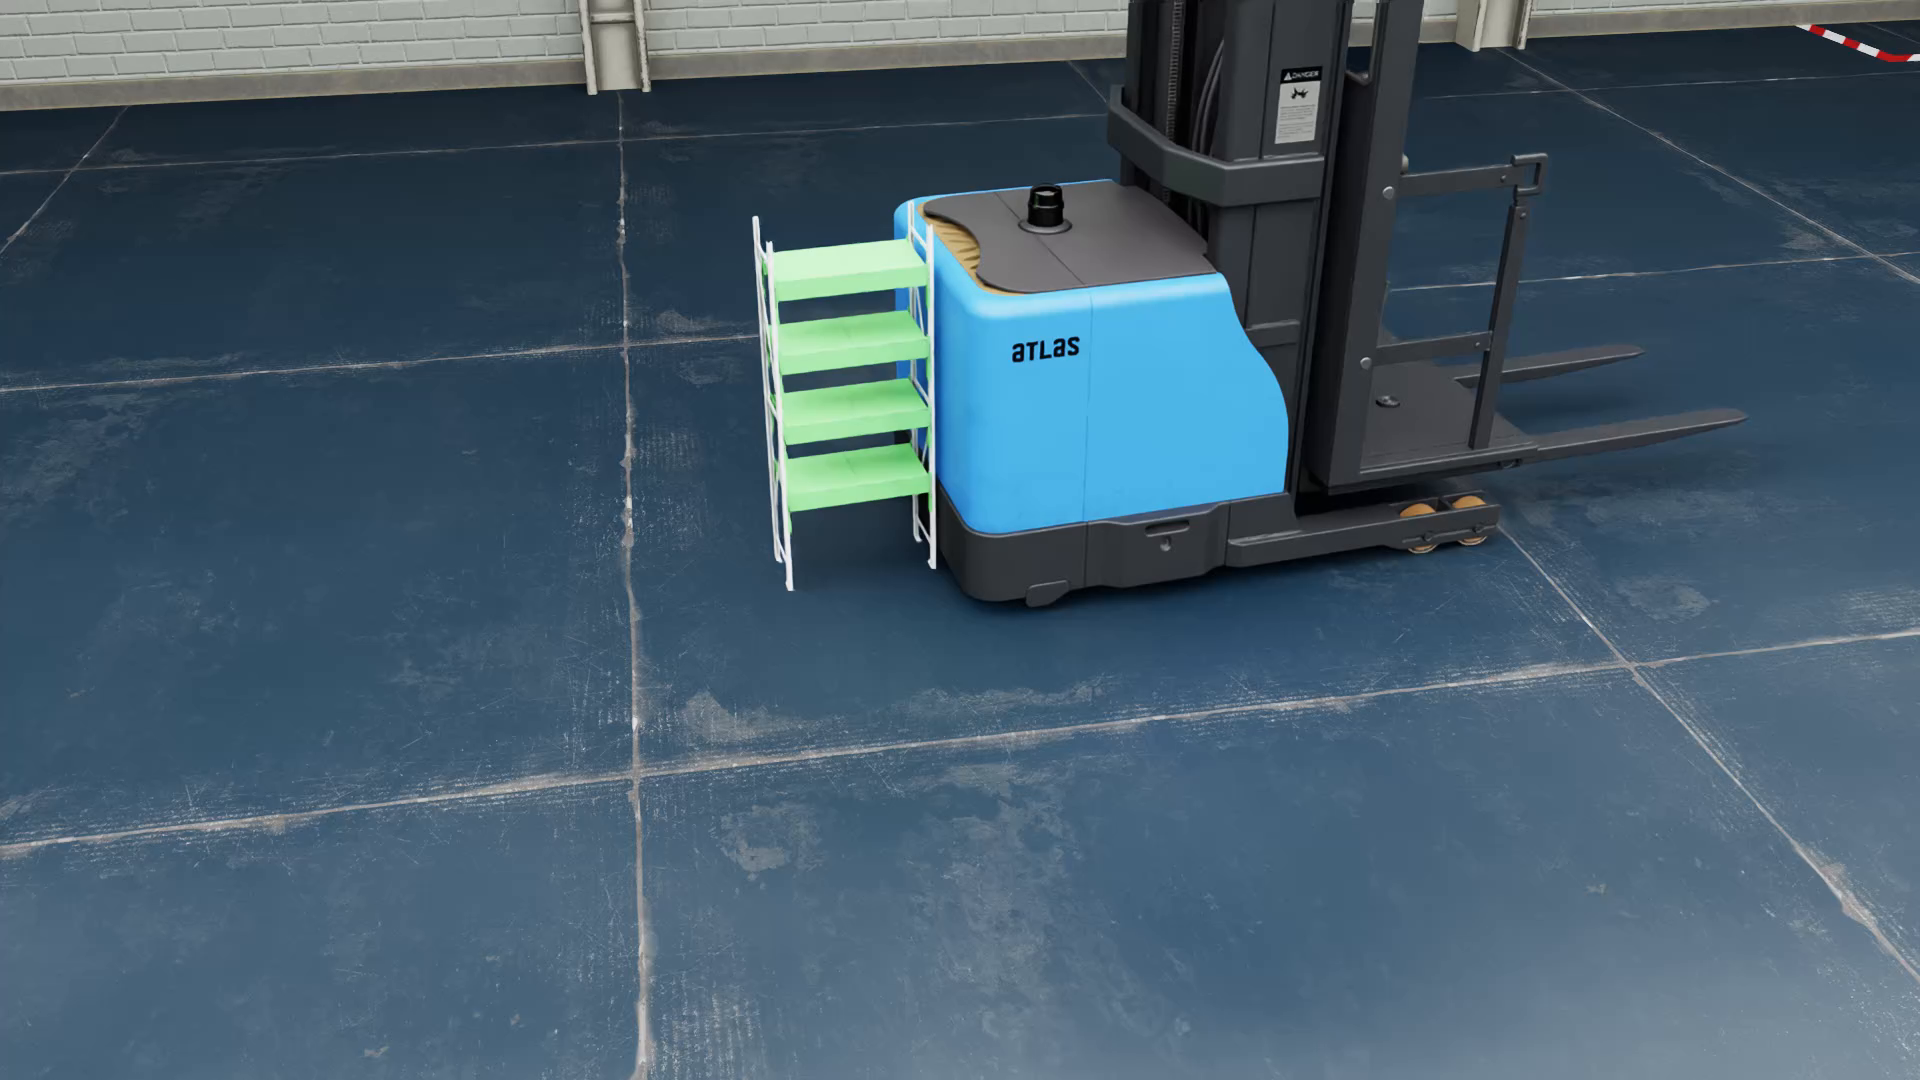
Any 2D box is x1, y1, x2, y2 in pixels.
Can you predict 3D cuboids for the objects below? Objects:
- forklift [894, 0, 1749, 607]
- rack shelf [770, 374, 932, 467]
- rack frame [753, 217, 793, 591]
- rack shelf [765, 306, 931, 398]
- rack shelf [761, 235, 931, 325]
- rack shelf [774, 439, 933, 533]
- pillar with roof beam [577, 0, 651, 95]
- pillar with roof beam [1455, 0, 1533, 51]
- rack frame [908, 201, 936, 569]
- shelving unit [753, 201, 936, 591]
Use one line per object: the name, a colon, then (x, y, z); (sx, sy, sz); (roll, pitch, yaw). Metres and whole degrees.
forklift: (1.340, -1.465, 5.350); (3.031, 2.935, 1.130); (-9, 32, -14)
rack shelf: (-0.355, -0.387, 5.351); (0.480, 0.148, 0.258); (-9, 32, -14)
rack frame: (-0.589, -0.407, 5.259); (0.015, 1.200, 0.240); (-9, 32, -14)
rack shelf: (-0.355, -0.594, 5.229); (0.480, 0.148, 0.258); (-9, 32, -14)
rack shelf: (-0.355, -0.801, 5.108); (0.480, 0.148, 0.258); (-9, 32, -14)
rack shelf: (-0.355, -0.180, 5.473); (0.480, 0.148, 0.258); (-9, 32, -14)
pillar with roof beam: (-1.420, -4.657, 4.792); (0.400, 9.000, 9.100); (-5, 31, -9)
pillar with roof beam: (4.482, -5.205, 5.723); (0.400, 9.000, 9.100); (-5, 31, -9)
rack frame: (-0.121, -0.477, 5.378); (0.015, 1.200, 0.240); (-9, 32, -14)
shelving unit: (-0.355, -0.442, 5.318); (0.503, 1.200, 0.258); (-9, 32, -14)
